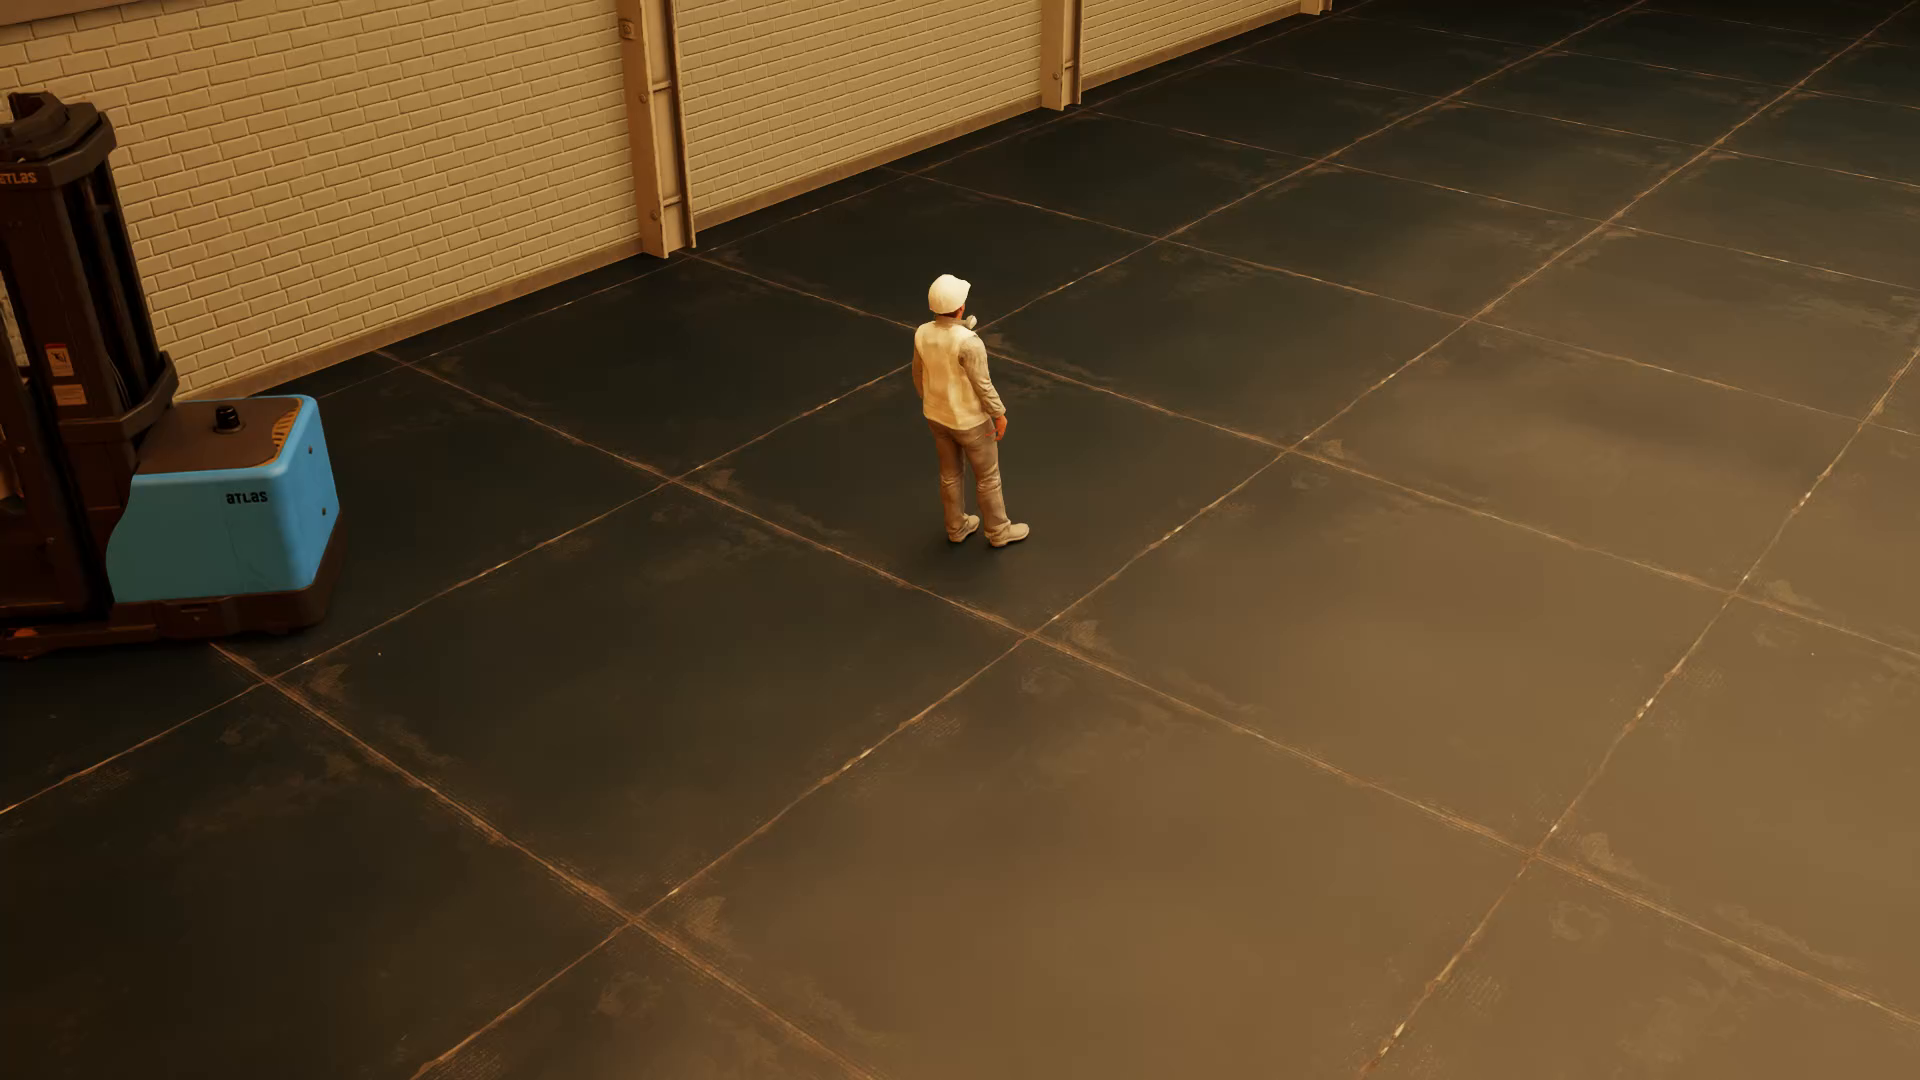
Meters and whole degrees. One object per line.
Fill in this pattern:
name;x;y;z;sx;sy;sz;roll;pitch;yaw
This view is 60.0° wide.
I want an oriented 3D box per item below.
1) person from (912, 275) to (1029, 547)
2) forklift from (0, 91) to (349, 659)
person;0.045;-0.795;10.087;0.633;1.775;0.566;22;37;33
forklift;-5.233;-0.868;9.080;3.031;2.935;1.130;-4;31;-7
